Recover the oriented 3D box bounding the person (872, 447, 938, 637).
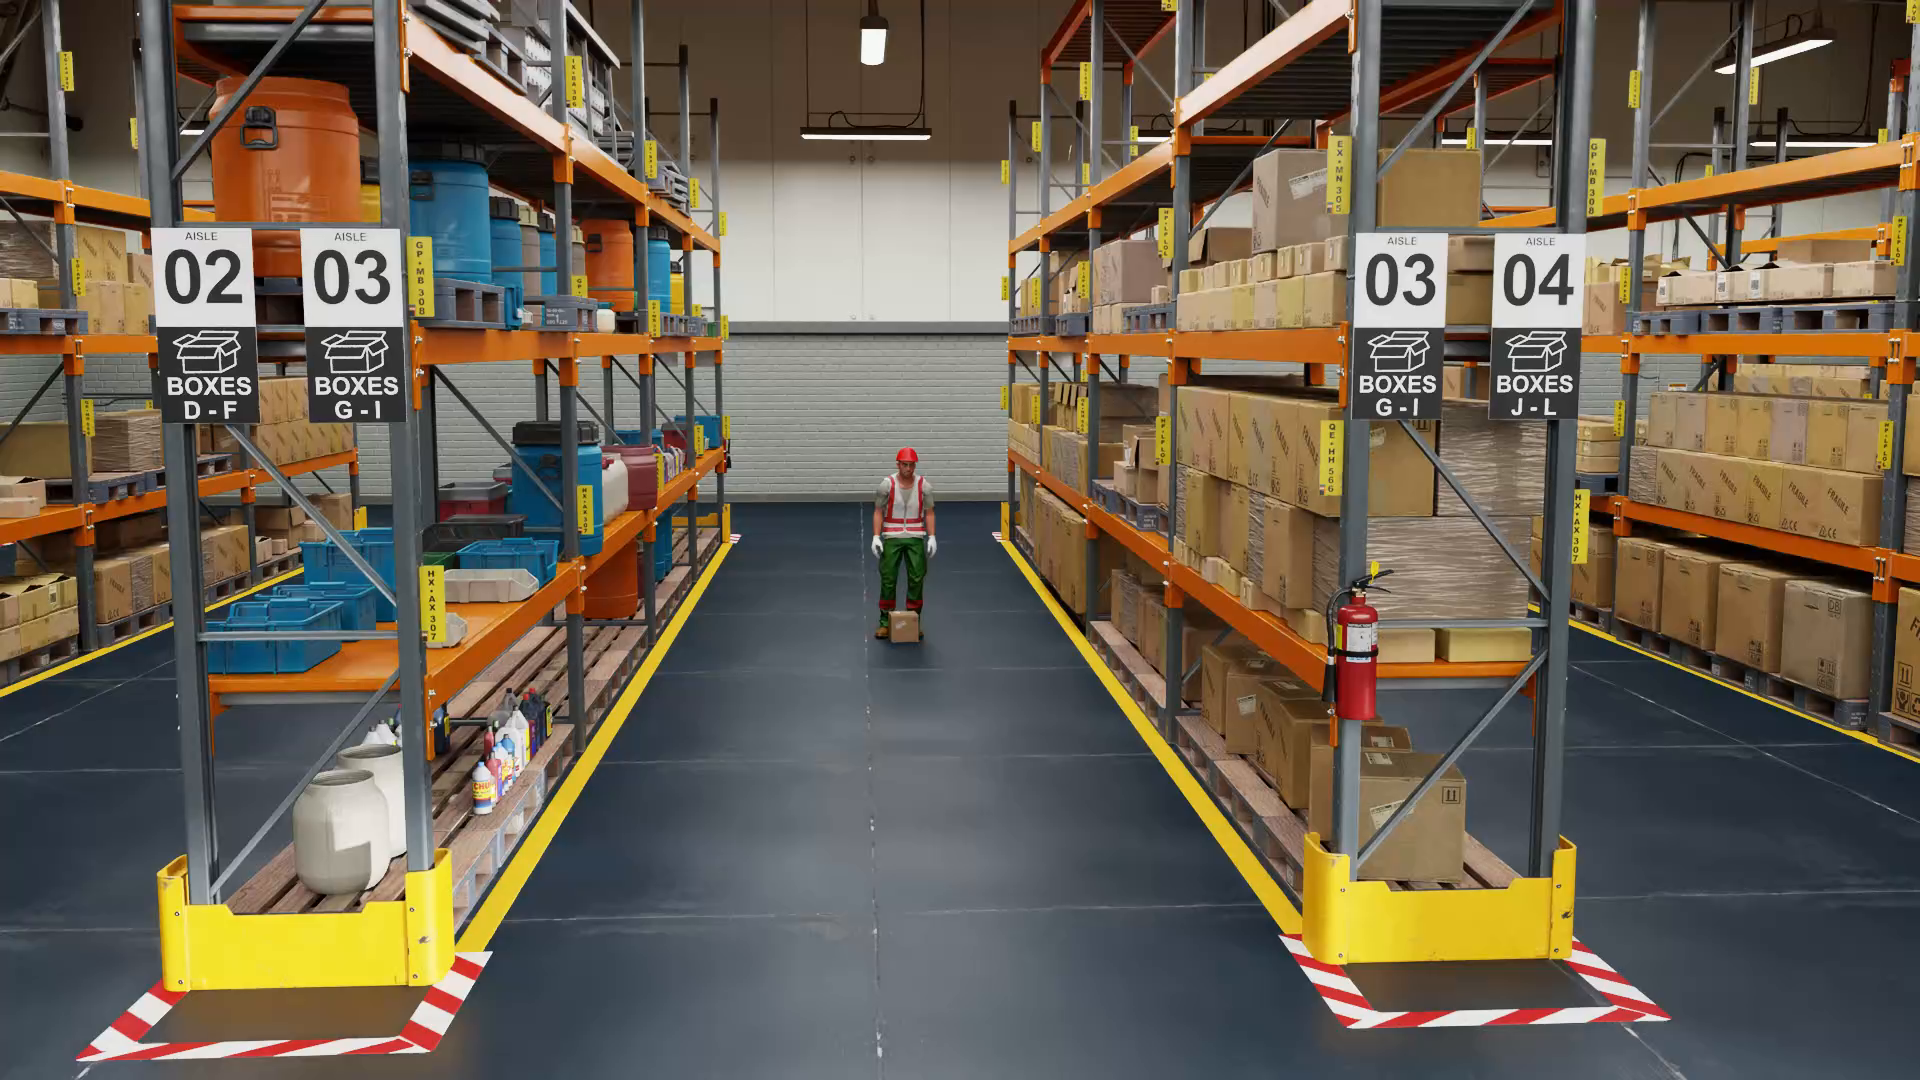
[{"bbox_3d":[-0.518,0.017,15.529,0.620,1.780,0.446,-1,7,-7],"label":"person"}]
